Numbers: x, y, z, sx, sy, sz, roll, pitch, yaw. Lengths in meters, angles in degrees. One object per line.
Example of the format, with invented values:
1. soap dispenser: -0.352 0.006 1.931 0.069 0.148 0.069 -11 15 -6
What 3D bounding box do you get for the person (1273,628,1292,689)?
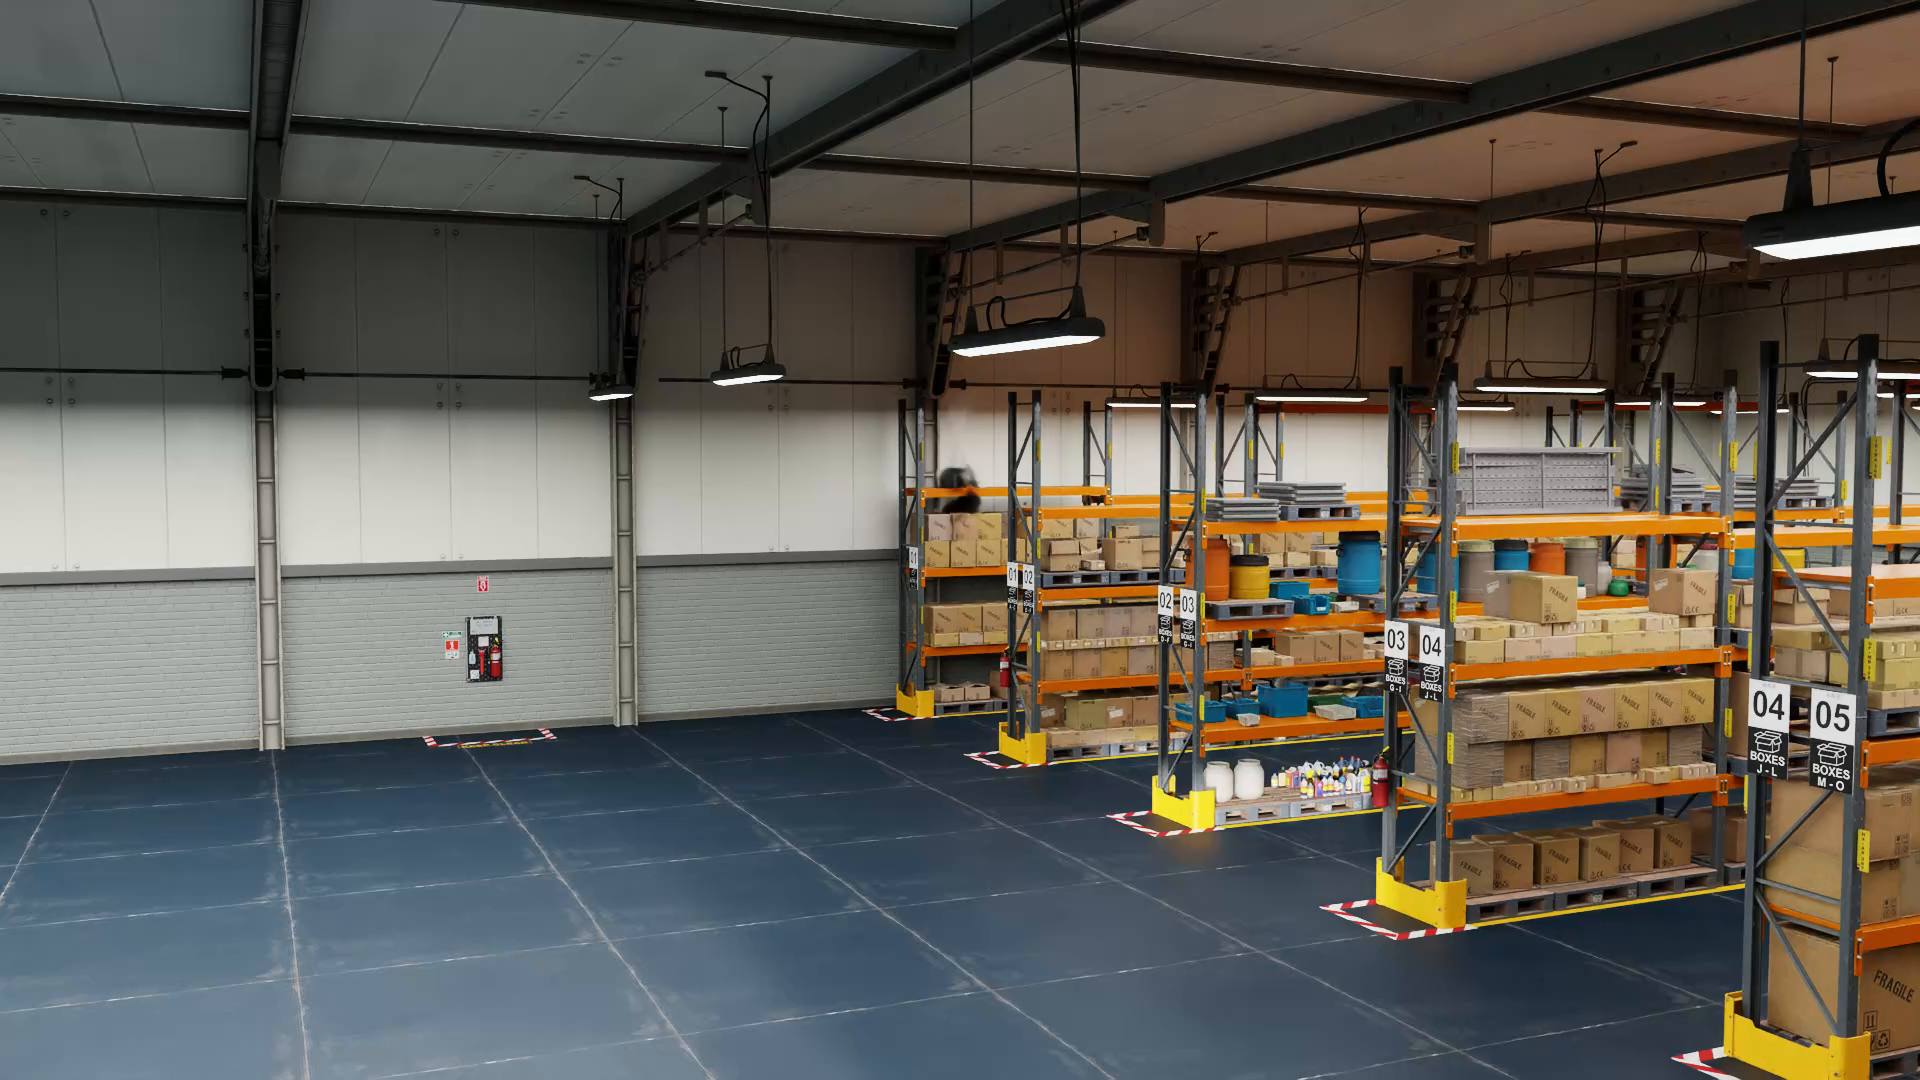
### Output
1. person: 6.089 2.459 31.234 0.777 1.835 0.638 -1 4 -22
